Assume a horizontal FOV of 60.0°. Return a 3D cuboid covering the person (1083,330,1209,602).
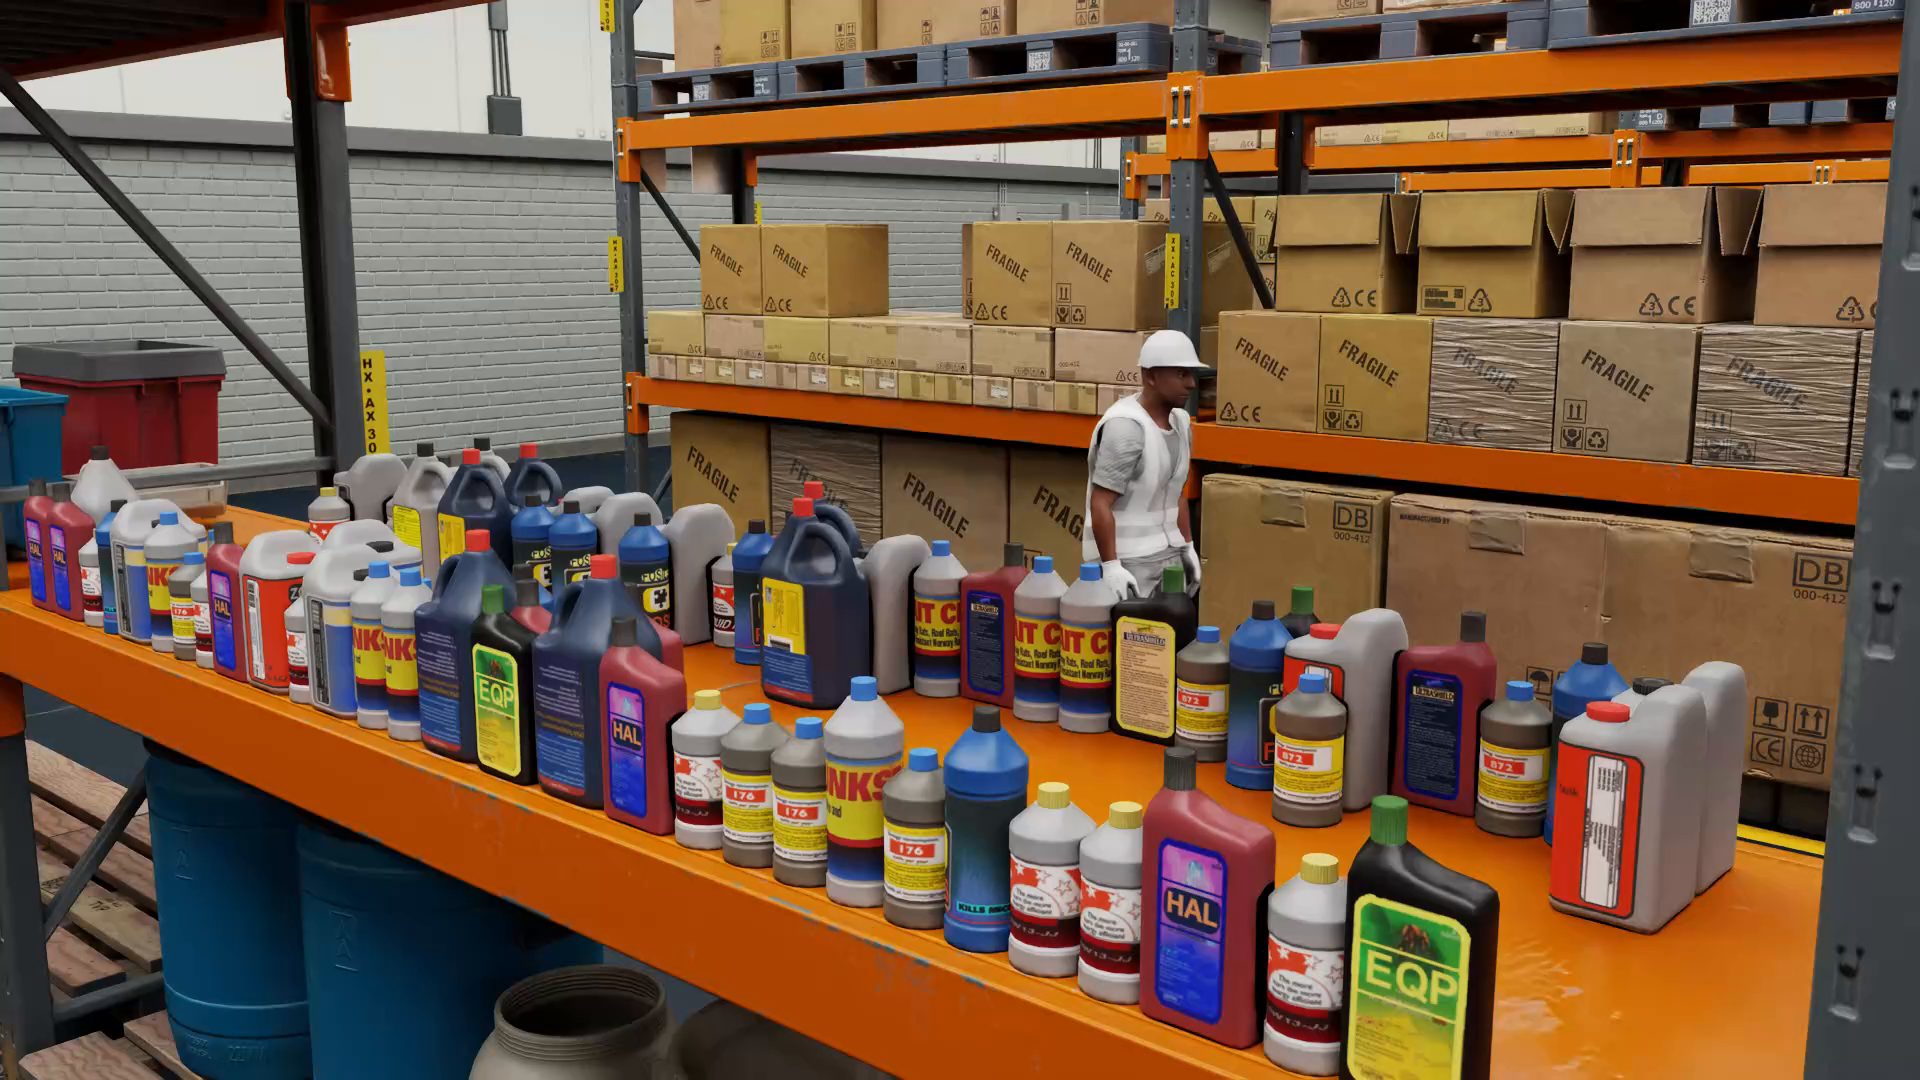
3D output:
[{"bbox_3d":[0.714,0.090,6.360,0.443,1.776,0.630,8,13,38],"label":"person"}]
